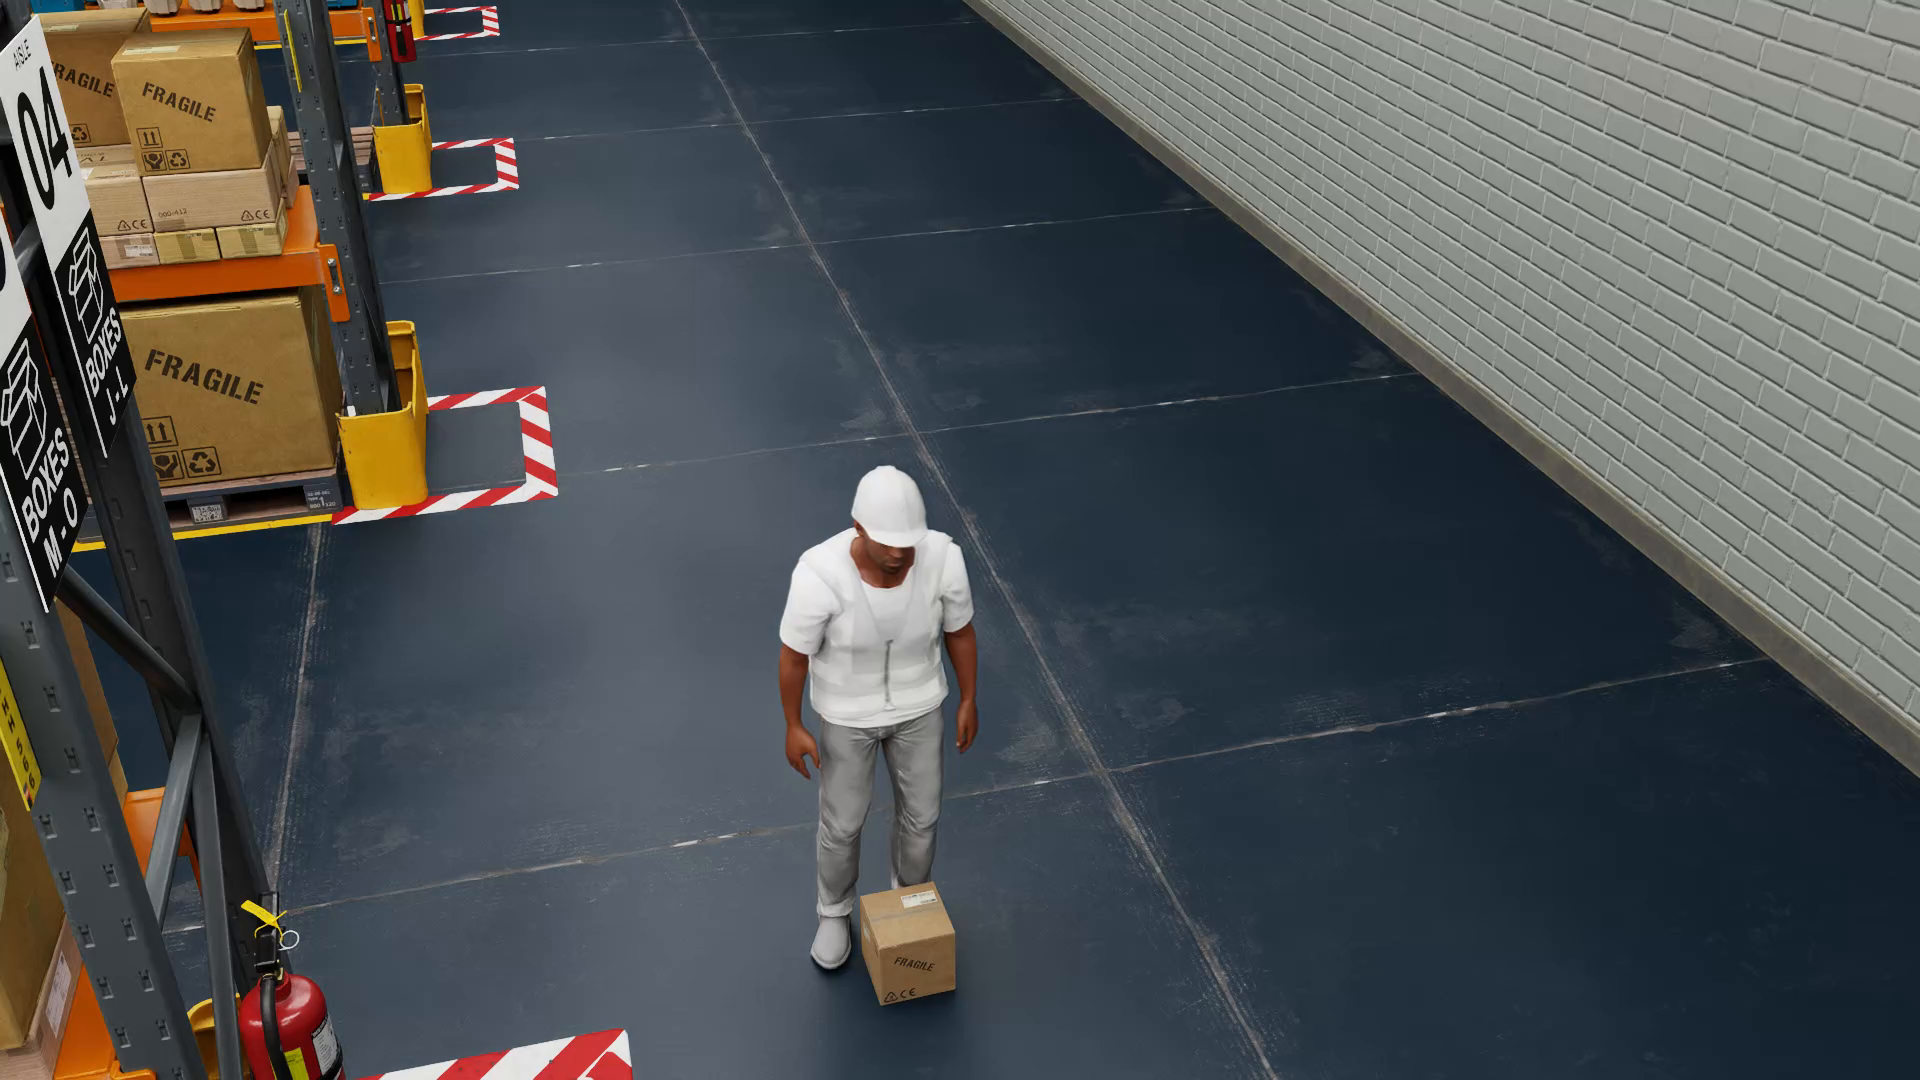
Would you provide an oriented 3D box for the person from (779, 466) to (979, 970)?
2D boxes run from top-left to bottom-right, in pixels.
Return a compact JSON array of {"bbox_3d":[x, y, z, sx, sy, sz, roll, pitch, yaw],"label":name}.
[{"bbox_3d":[-0.240,0.542,5.176,0.629,1.761,0.462,-8,31,-14],"label":"person"}]
